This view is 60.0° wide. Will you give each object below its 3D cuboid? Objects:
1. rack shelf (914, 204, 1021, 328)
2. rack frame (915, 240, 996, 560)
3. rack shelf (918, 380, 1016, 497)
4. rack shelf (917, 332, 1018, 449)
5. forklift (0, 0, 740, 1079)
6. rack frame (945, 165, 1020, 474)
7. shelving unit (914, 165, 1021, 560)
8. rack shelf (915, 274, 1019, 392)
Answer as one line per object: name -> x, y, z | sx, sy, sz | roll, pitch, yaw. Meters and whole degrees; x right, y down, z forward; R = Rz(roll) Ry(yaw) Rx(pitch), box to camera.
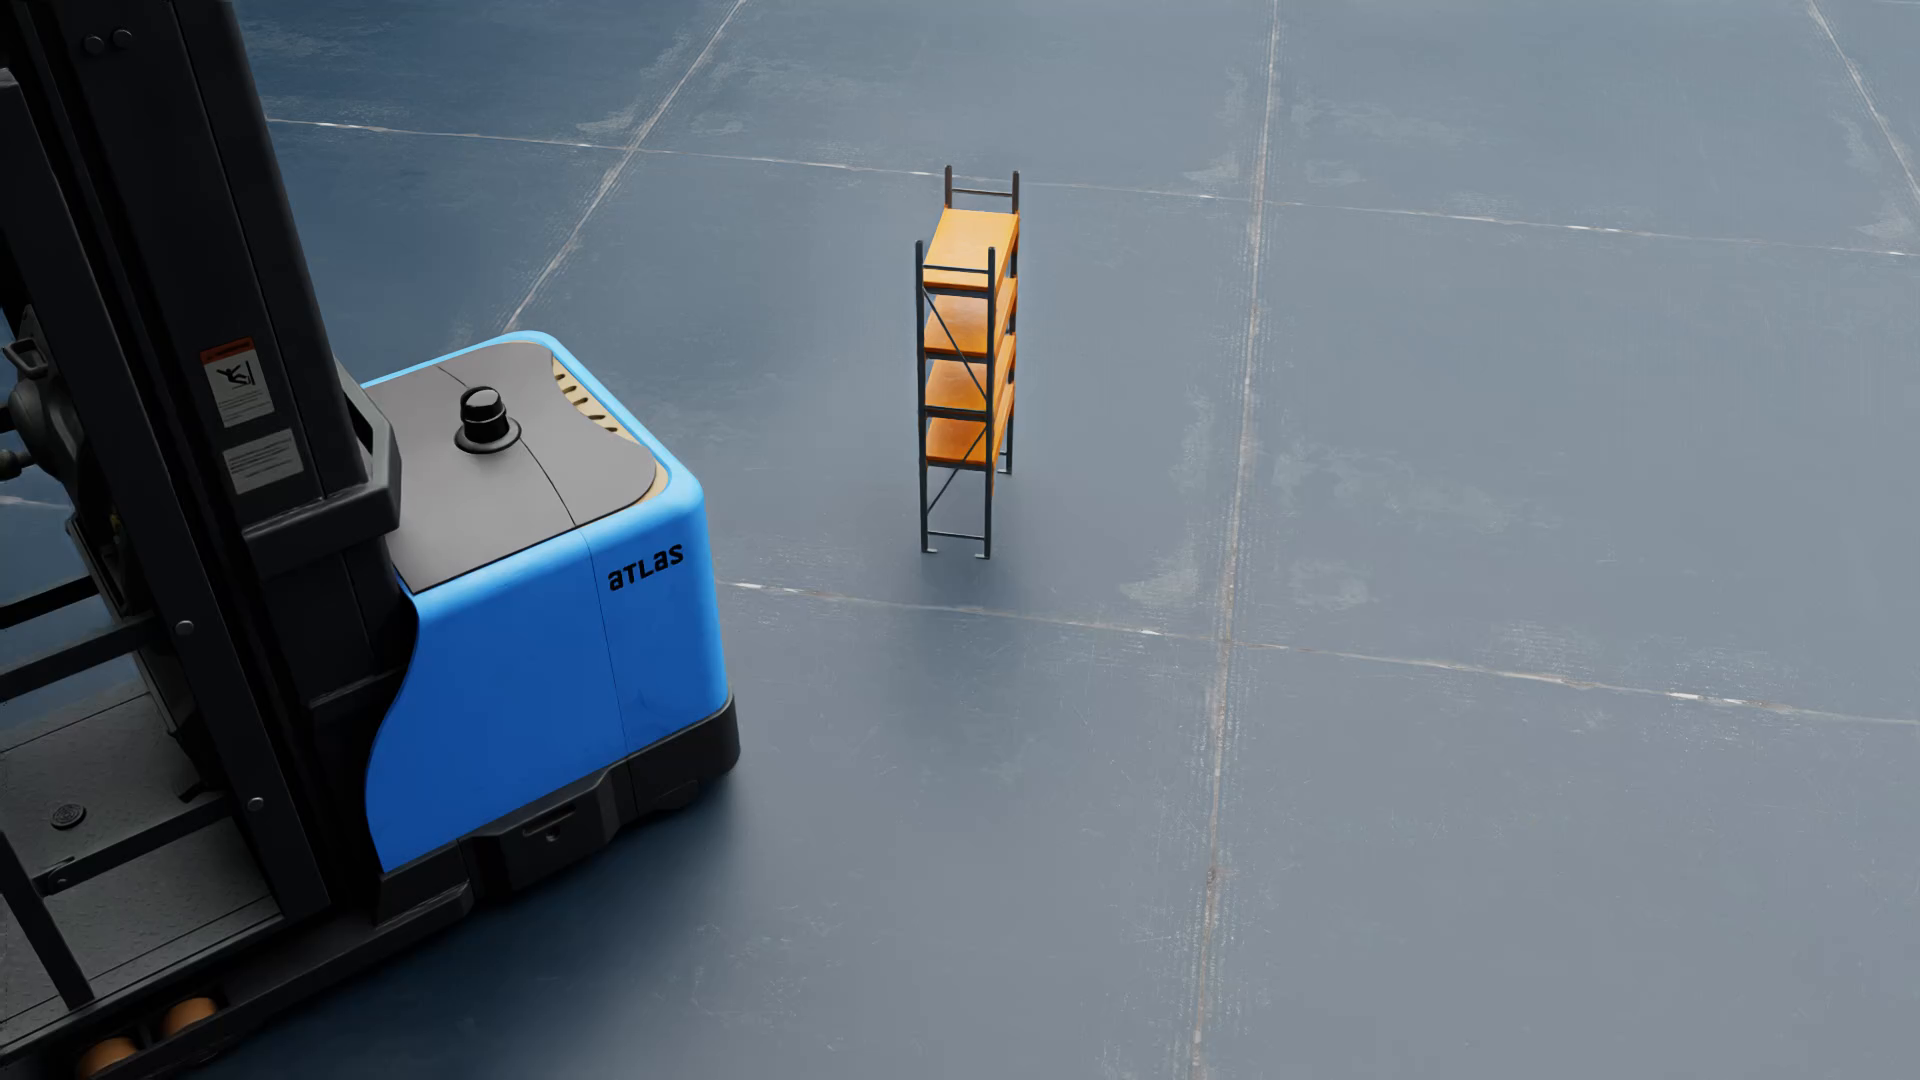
rack shelf -> 0.029, -0.869, 5.243 | 0.258, 0.148, 0.480 | 6, 40, 8
rack frame -> -0.014, -0.413, 5.308 | 0.240, 1.200, 0.015 | 6, 40, 8
rack shelf -> 0.029, -0.361, 5.663 | 0.258, 0.148, 0.480 | 6, 40, 8
rack shelf -> 0.029, -0.514, 5.536 | 0.258, 0.148, 0.480 | 6, 40, 8
forklift -> -2.134, -0.131, 3.609 | 3.031, 2.935, 1.130 | -25, 46, -27
rack frame -> 0.071, -0.719, 5.679 | 0.240, 1.200, 0.015 | 6, 40, 8
shelving unit -> 0.029, -0.566, 5.493 | 0.258, 1.200, 0.503 | 6, 40, 8
rack shelf -> 0.029, -0.687, 5.394 | 0.258, 0.148, 0.480 | 6, 40, 8
